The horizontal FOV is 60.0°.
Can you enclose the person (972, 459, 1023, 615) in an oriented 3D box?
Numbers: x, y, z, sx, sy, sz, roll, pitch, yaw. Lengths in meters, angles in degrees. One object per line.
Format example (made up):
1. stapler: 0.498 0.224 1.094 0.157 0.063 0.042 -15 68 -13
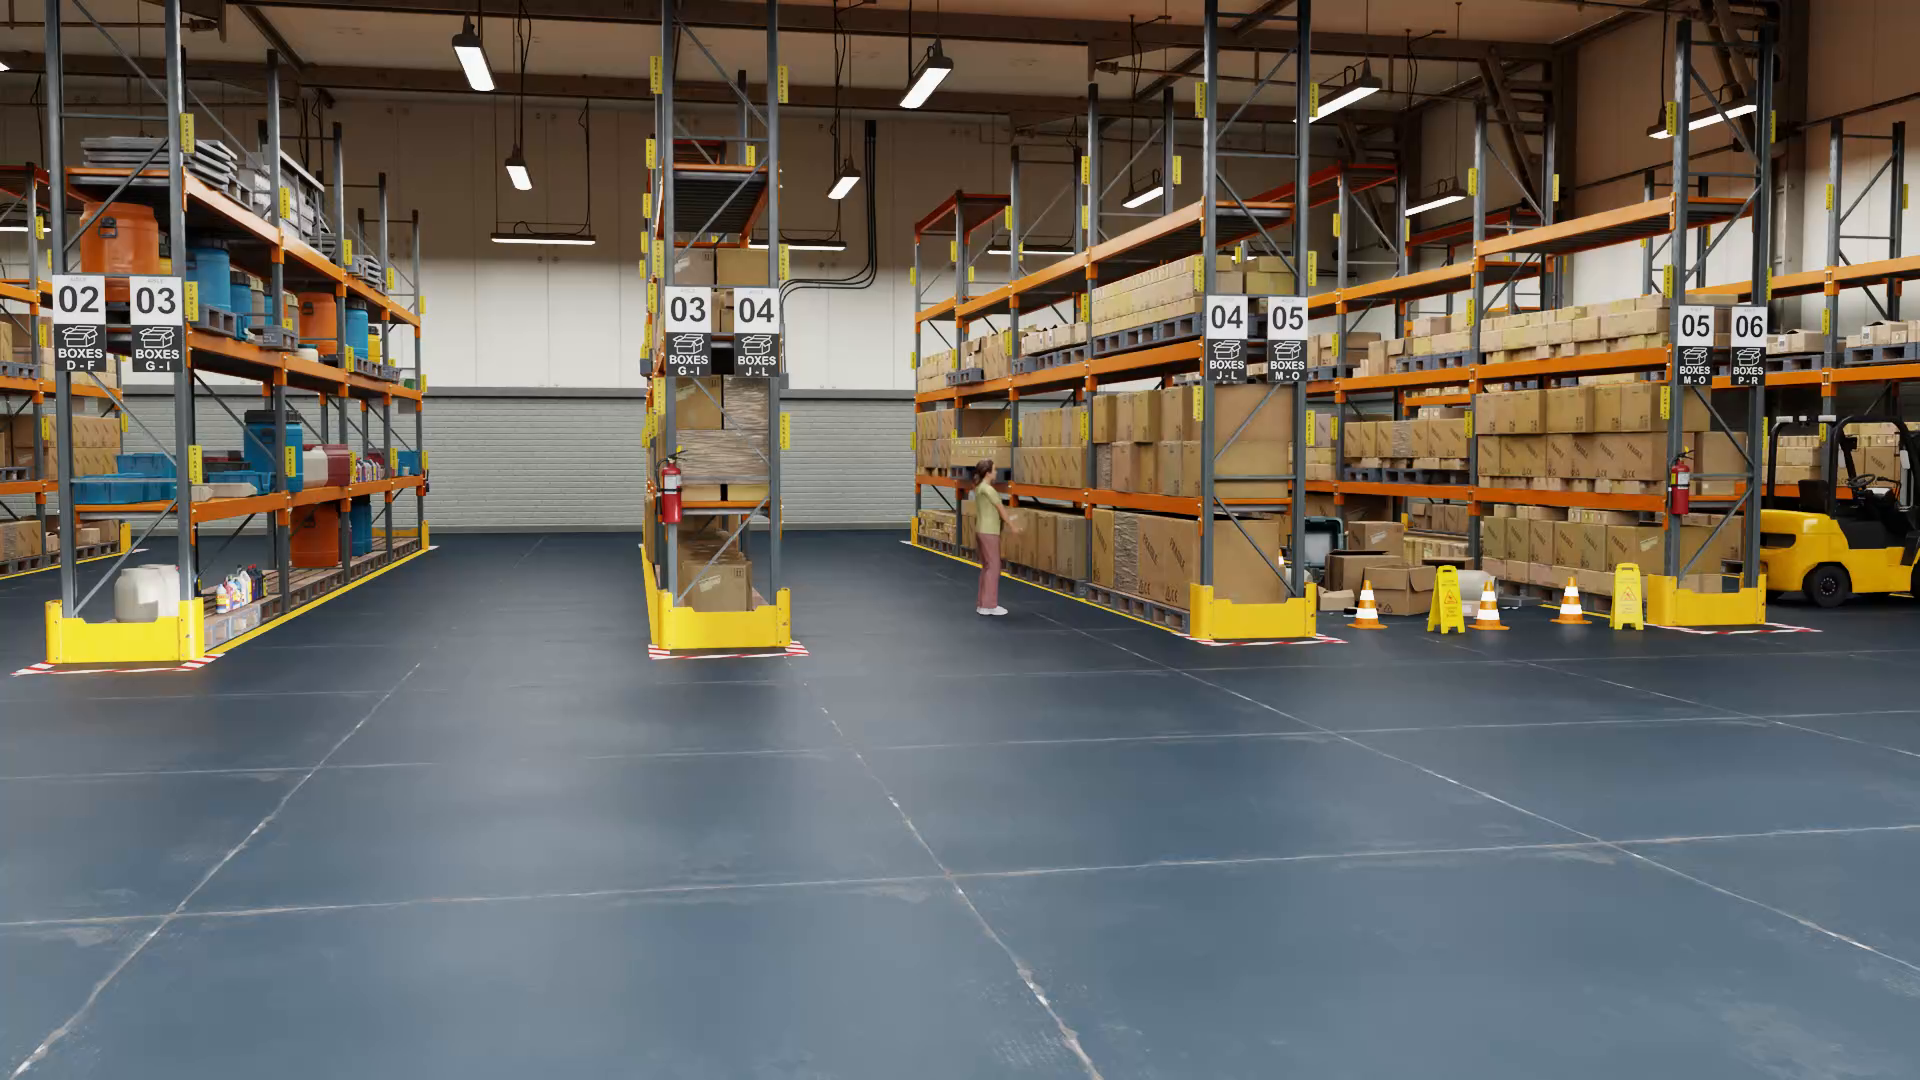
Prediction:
1. person: 0.387 -0.035 17.907 0.538 1.668 0.404 -1 3 -12
